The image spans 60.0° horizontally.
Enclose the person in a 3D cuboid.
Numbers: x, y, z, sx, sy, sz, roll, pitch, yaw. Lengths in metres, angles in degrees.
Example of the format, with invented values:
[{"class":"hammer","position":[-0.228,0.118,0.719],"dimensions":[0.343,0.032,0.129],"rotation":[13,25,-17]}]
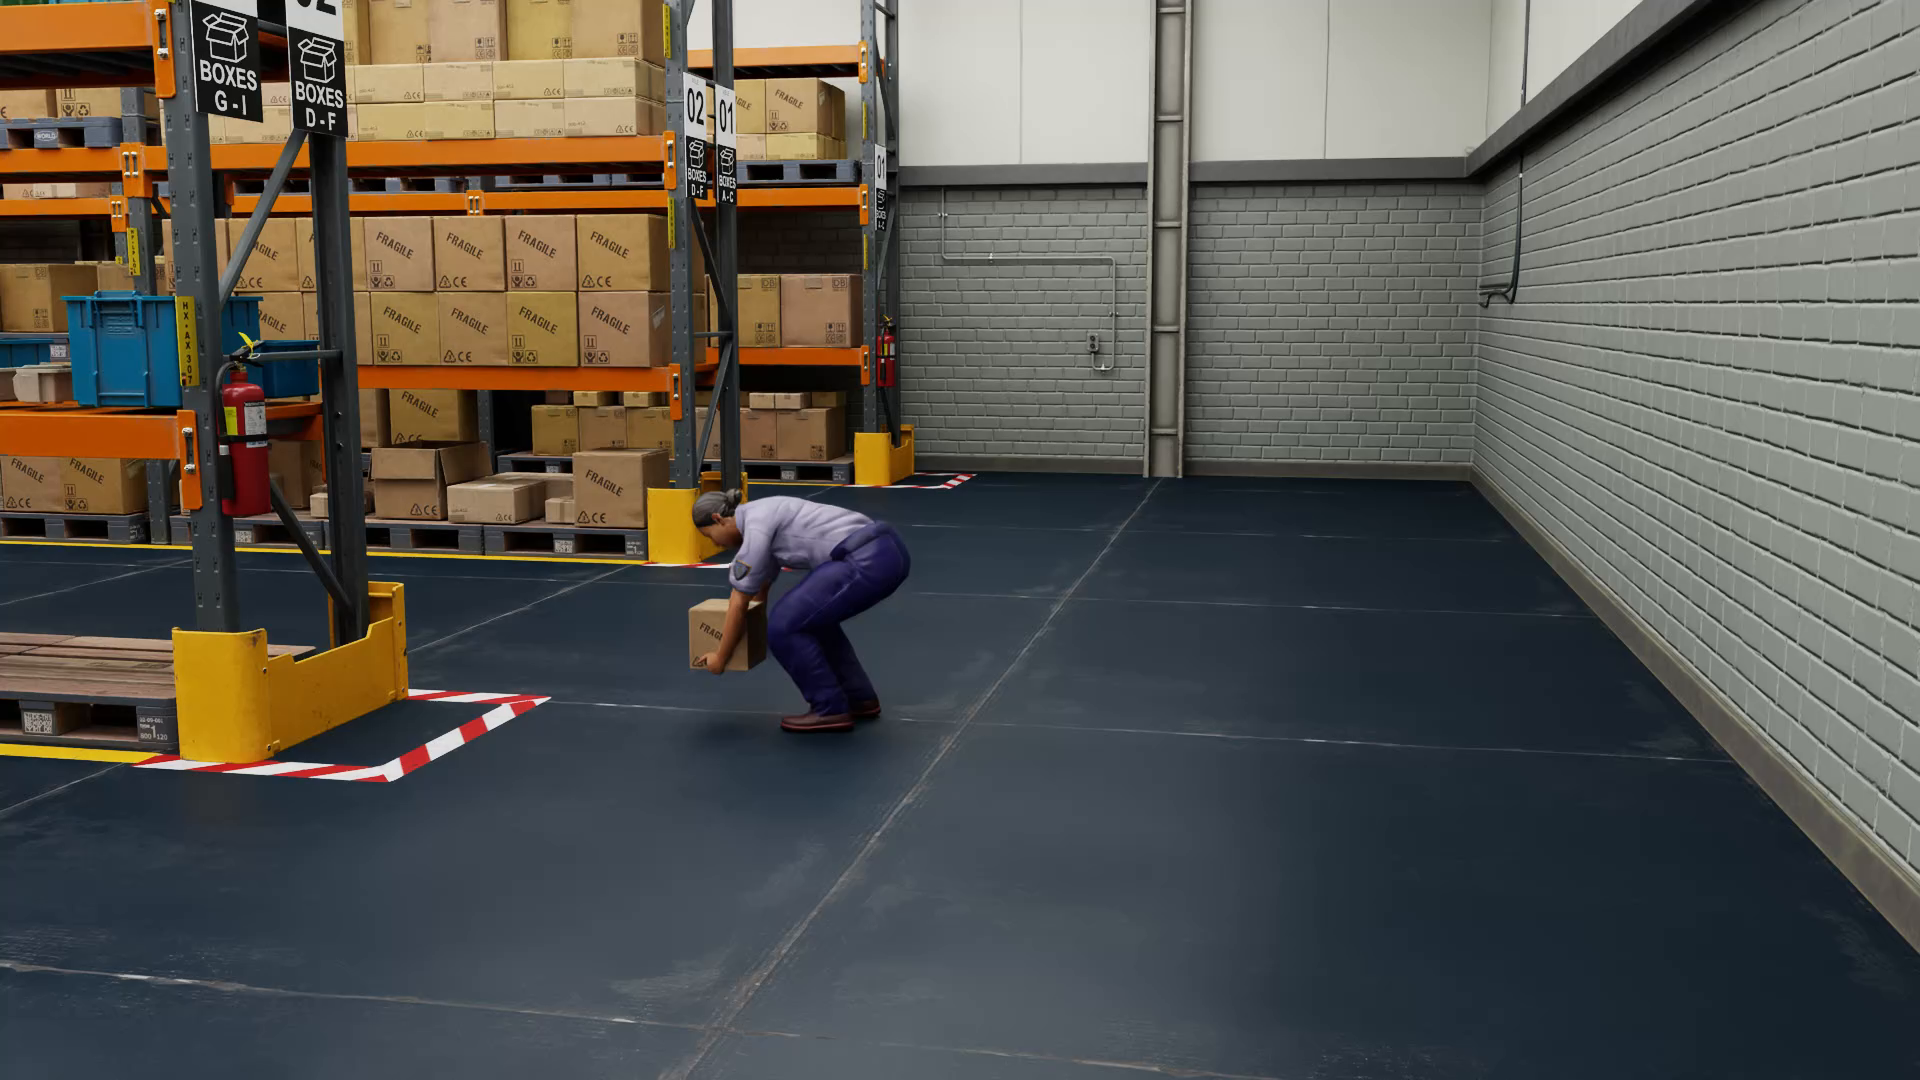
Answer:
[{"class":"person","position":[-0.655,0.275,6.843],"dimensions":[0.891,0.975,0.507],"rotation":[1,8,8]}]
